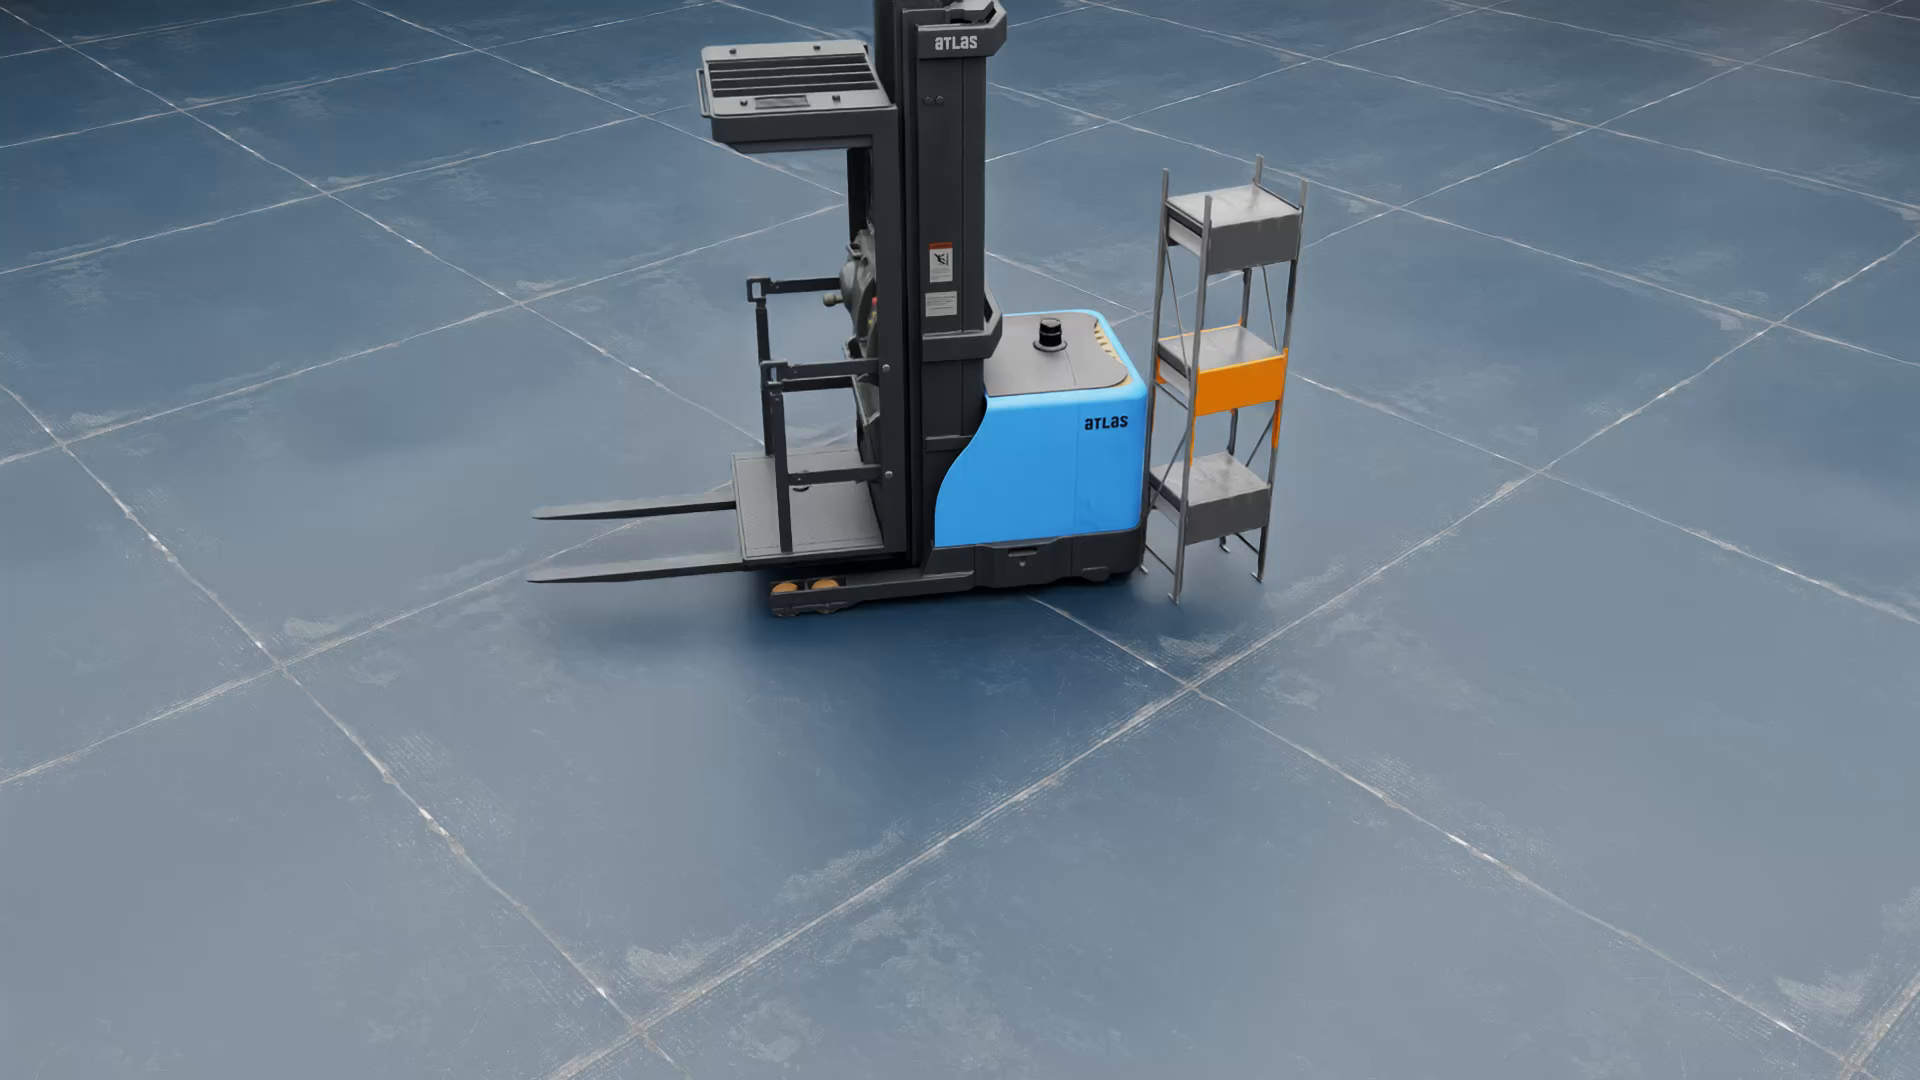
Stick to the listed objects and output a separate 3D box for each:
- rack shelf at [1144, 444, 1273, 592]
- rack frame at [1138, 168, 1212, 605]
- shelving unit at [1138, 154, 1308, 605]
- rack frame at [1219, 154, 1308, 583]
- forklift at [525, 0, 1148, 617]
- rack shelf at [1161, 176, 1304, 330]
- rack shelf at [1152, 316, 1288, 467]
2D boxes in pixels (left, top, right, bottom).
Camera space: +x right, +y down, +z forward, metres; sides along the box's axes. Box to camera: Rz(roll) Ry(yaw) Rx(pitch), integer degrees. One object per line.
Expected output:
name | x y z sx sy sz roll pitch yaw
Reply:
rack shelf | 1.220 -0.115 8.293 0.480 0.518 0.431 -13 34 -20
rack frame | 0.997 -0.673 7.838 0.015 2.100 0.400 -13 34 -20
shelving unit | 1.220 -0.724 7.921 0.503 2.100 0.431 -13 34 -20
rack frame | 1.444 -0.775 8.004 0.015 2.100 0.400 -13 34 -20
forklift | -0.656 -1.171 7.855 3.031 2.935 1.130 -5 32 -8
rack shelf | 1.220 -1.309 7.563 0.480 0.518 0.431 -13 34 -20
rack shelf | 1.220 -0.712 7.928 0.480 0.518 0.431 -13 34 -20
